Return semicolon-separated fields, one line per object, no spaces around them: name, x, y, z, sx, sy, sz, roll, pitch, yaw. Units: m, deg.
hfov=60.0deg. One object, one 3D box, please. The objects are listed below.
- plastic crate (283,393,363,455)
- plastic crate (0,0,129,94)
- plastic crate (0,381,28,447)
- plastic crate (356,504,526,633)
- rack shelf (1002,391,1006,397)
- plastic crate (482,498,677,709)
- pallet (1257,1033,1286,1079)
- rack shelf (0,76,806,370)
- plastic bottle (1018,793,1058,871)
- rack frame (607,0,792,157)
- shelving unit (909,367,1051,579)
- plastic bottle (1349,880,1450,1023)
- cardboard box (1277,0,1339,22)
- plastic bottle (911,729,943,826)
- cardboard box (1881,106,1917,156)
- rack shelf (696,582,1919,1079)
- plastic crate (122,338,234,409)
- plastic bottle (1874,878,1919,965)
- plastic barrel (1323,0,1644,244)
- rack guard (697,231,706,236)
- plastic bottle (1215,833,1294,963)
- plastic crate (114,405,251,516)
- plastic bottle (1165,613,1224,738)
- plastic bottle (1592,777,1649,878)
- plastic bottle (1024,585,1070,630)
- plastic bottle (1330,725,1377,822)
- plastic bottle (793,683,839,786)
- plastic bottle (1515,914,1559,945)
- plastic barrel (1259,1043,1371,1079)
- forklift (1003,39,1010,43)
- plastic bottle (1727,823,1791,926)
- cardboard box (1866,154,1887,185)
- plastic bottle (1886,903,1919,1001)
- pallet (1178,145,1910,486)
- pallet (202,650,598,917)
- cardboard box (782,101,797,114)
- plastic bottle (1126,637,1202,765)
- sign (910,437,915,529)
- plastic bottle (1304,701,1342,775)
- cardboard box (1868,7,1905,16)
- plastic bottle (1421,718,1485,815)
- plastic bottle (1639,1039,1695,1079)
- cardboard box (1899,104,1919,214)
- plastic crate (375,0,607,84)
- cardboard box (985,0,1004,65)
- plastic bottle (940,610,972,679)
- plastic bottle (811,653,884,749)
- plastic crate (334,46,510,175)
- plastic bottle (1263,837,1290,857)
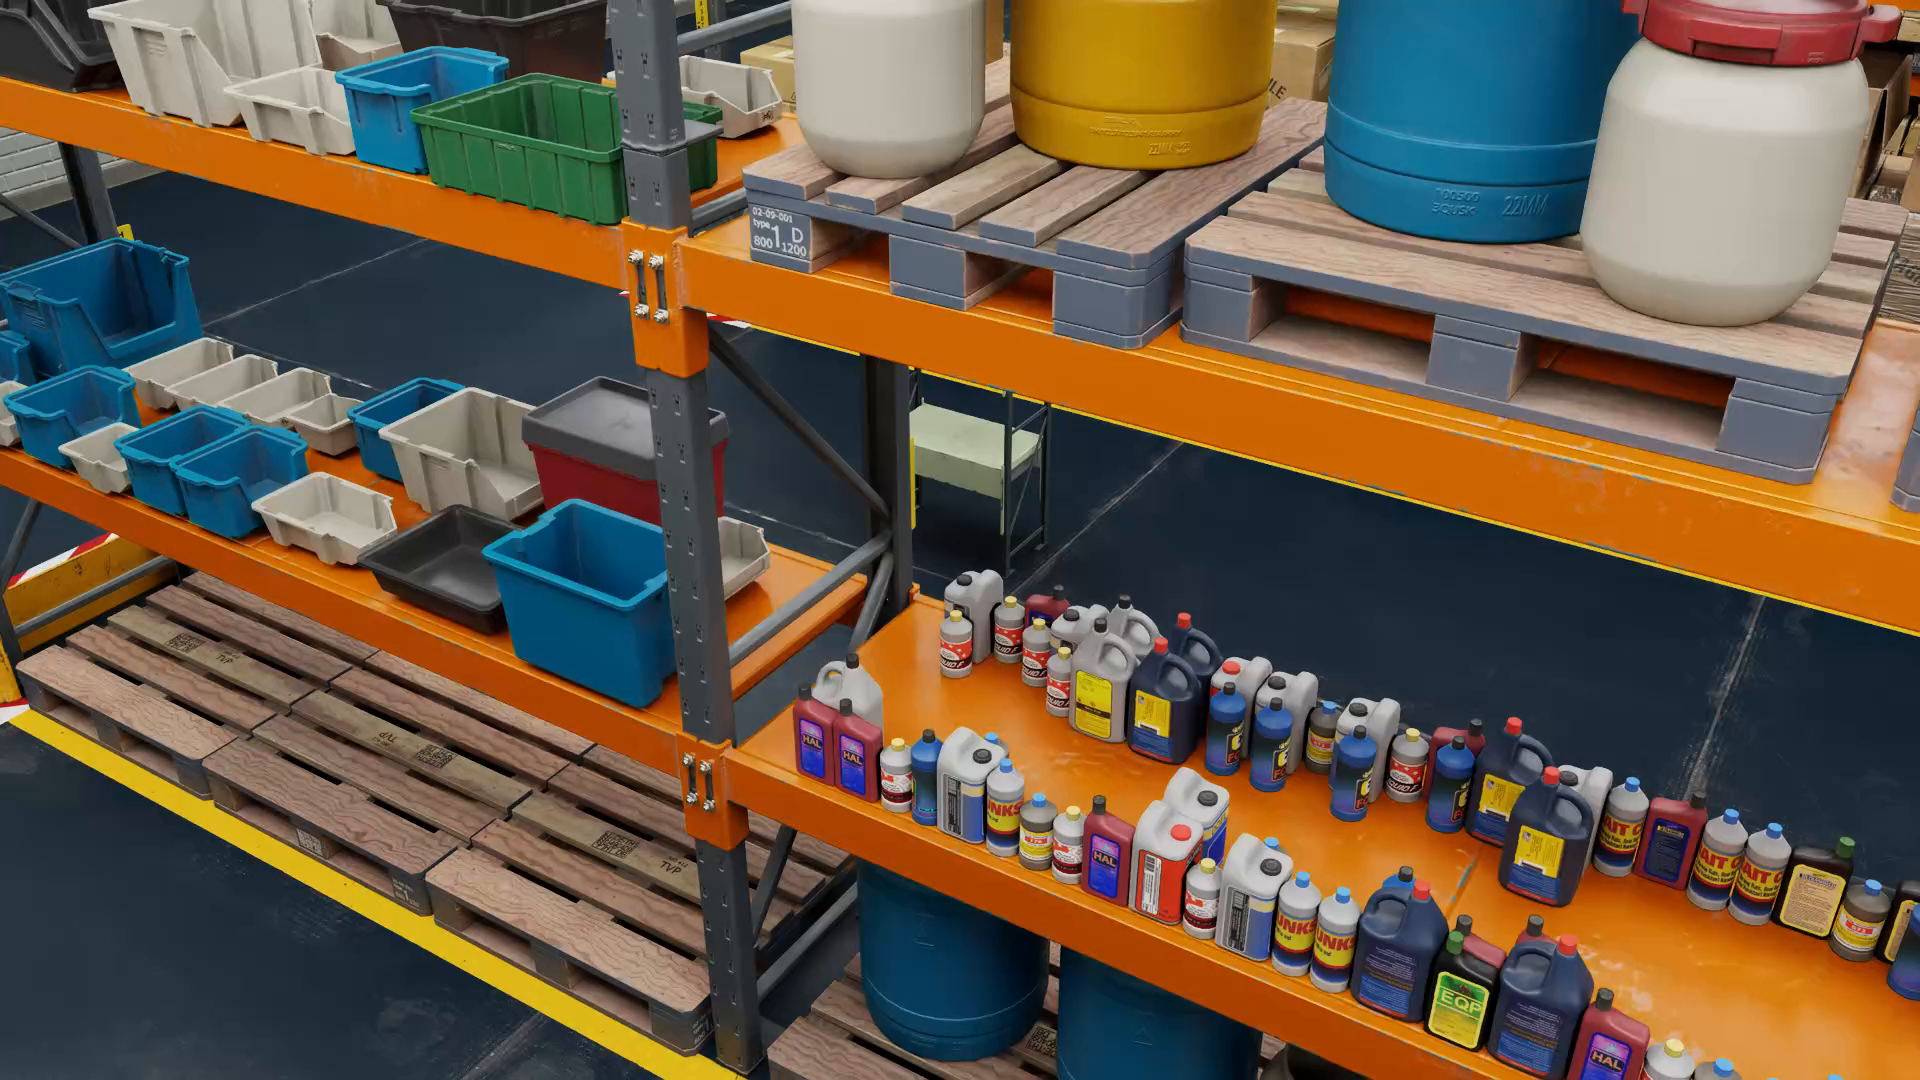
plastic crate;-2.321;-0.431;6.215;0.250;0.136;0.298;18;35;27
plastic crate;-2.707;-1.622;5.139;0.767;0.338;0.504;18;35;27
plastic crate;-3.593;-0.464;6.271;0.298;0.136;0.250;18;35;27
plastic crate;-1.558;0.099;5.316;0.590;0.125;0.437;18;35;27
rack shelf;0.006;-0.983;7.672;0.720;0.370;0.431;18;35;27
plastic crate;-1.044;0.193;4.899;0.575;0.384;0.392;18;35;27
pallet;1.202;1.947;4.703;1.213;0.211;1.003;18;35;27
rack shelf;-2.161;-1.329;5.289;4.000;0.370;1.077;18;35;27
plastic bottle;0.198;0.731;4.218;0.097;0.201;0.097;0;30;0
rack frame;-0.467;-2.400;3.433;0.127;3.000;1.000;18;35;27
shelving unit;0.006;-0.646;7.869;0.755;1.500;0.431;18;35;27
plastic bottle;1.001;0.906;3.769;0.185;0.351;0.144;18;35;27
cardboard box;1.896;-2.547;8.749;0.500;0.500;0.500;18;35;27
plastic bottle;-0.081;0.612;4.351;0.097;0.271;0.097;0;30;0
cardboard box;6.256;-2.847;11.473;0.500;0.250;0.500;19;35;29
rack shelf;1.227;1.038;4.208;4.000;0.370;1.077;18;35;27
plastic crate;-3.068;-0.651;6.591;0.243;0.136;0.396;18;35;27
plastic bottle;2.245;0.880;3.880;0.133;0.283;0.061;18;35;27
plastic barrel;1.060;-1.110;3.285;0.708;0.901;0.600;18;35;27
rack guard;-1.242;-1.921;11.046;0.348;0.500;1.175;18;35;27
plastic bottle;0.703;0.842;3.953;0.135;0.276;0.152;18;35;27
plastic crate;-2.706;-0.274;5.850;0.300;0.233;0.416;18;35;27
plastic bottle;0.642;0.369;4.690;0.185;0.351;0.144;18;35;27
plastic bottle;1.664;0.713;4.179;0.097;0.271;0.097;0;30;0
plastic bottle;0.259;0.252;4.957;0.133;0.283;0.061;18;35;27
plastic bottle;1.035;0.604;4.365;0.097;0.271;0.097;0;30;0
plastic bottle;-0.383;0.522;4.494;0.133;0.283;0.061;18;35;27
plastic bottle;1.303;0.970;3.726;0.133;0.283;0.061;18;35;27
plastic barrel;1.015;1.617;4.554;0.421;0.512;0.421;0;30;0
forklift;1.210;-3.612;11.532;3.031;2.935;1.130;17;34;26
plastic bottle;1.942;0.801;4.029;0.097;0.271;0.097;0;30;0
cardboard box;3.991;-1.548;7.827;0.500;0.500;0.500;18;35;28
plastic bottle;2.218;0.924;3.817;0.097;0.271;0.097;0;30;0
pallet;1.211;-0.552;3.429;1.213;0.211;1.003;18;35;27
pallet;-2.148;0.889;6.516;1.213;0.211;1.003;18;35;27
cardboard box;-0.879;-2.581;9.947;0.250;0.149;0.380;17;34;27
plastic bottle;0.565;0.431;4.584;0.185;0.351;0.144;18;35;27
sign;-0.173;-0.162;5.277;0.005;0.325;0.100;18;35;27
plastic bottle;1.002;0.533;4.556;0.097;0.201;0.097;0;30;0
cardboard box;6.092;-3.562;10.917;0.250;0.149;0.380;17;34;27
plastic bottle;1.306;0.583;4.389;0.133;0.283;0.061;18;35;27
plastic bottle;1.491;1.140;3.517;0.097;0.201;0.097;0;30;0
cardboard box;4.393;-1.706;7.102;0.637;0.503;0.797;18;35;28
plastic crate;-1.373;-1.497;4.993;0.590;0.269;0.497;18;35;27
cardboard box;-0.093;-2.867;9.298;0.500;0.500;0.500;17;34;26
plastic bottle;-0.012;0.303;4.951;0.097;0.201;0.097;0;30;0
plastic bottle;-0.307;0.456;4.540;0.185;0.351;0.144;18;35;27
plastic crate;-1.408;-1.139;4.416;0.300;0.233;0.416;18;35;27
plastic bottle;0.754;0.816;4.072;0.097;0.201;0.097;0;30;0
